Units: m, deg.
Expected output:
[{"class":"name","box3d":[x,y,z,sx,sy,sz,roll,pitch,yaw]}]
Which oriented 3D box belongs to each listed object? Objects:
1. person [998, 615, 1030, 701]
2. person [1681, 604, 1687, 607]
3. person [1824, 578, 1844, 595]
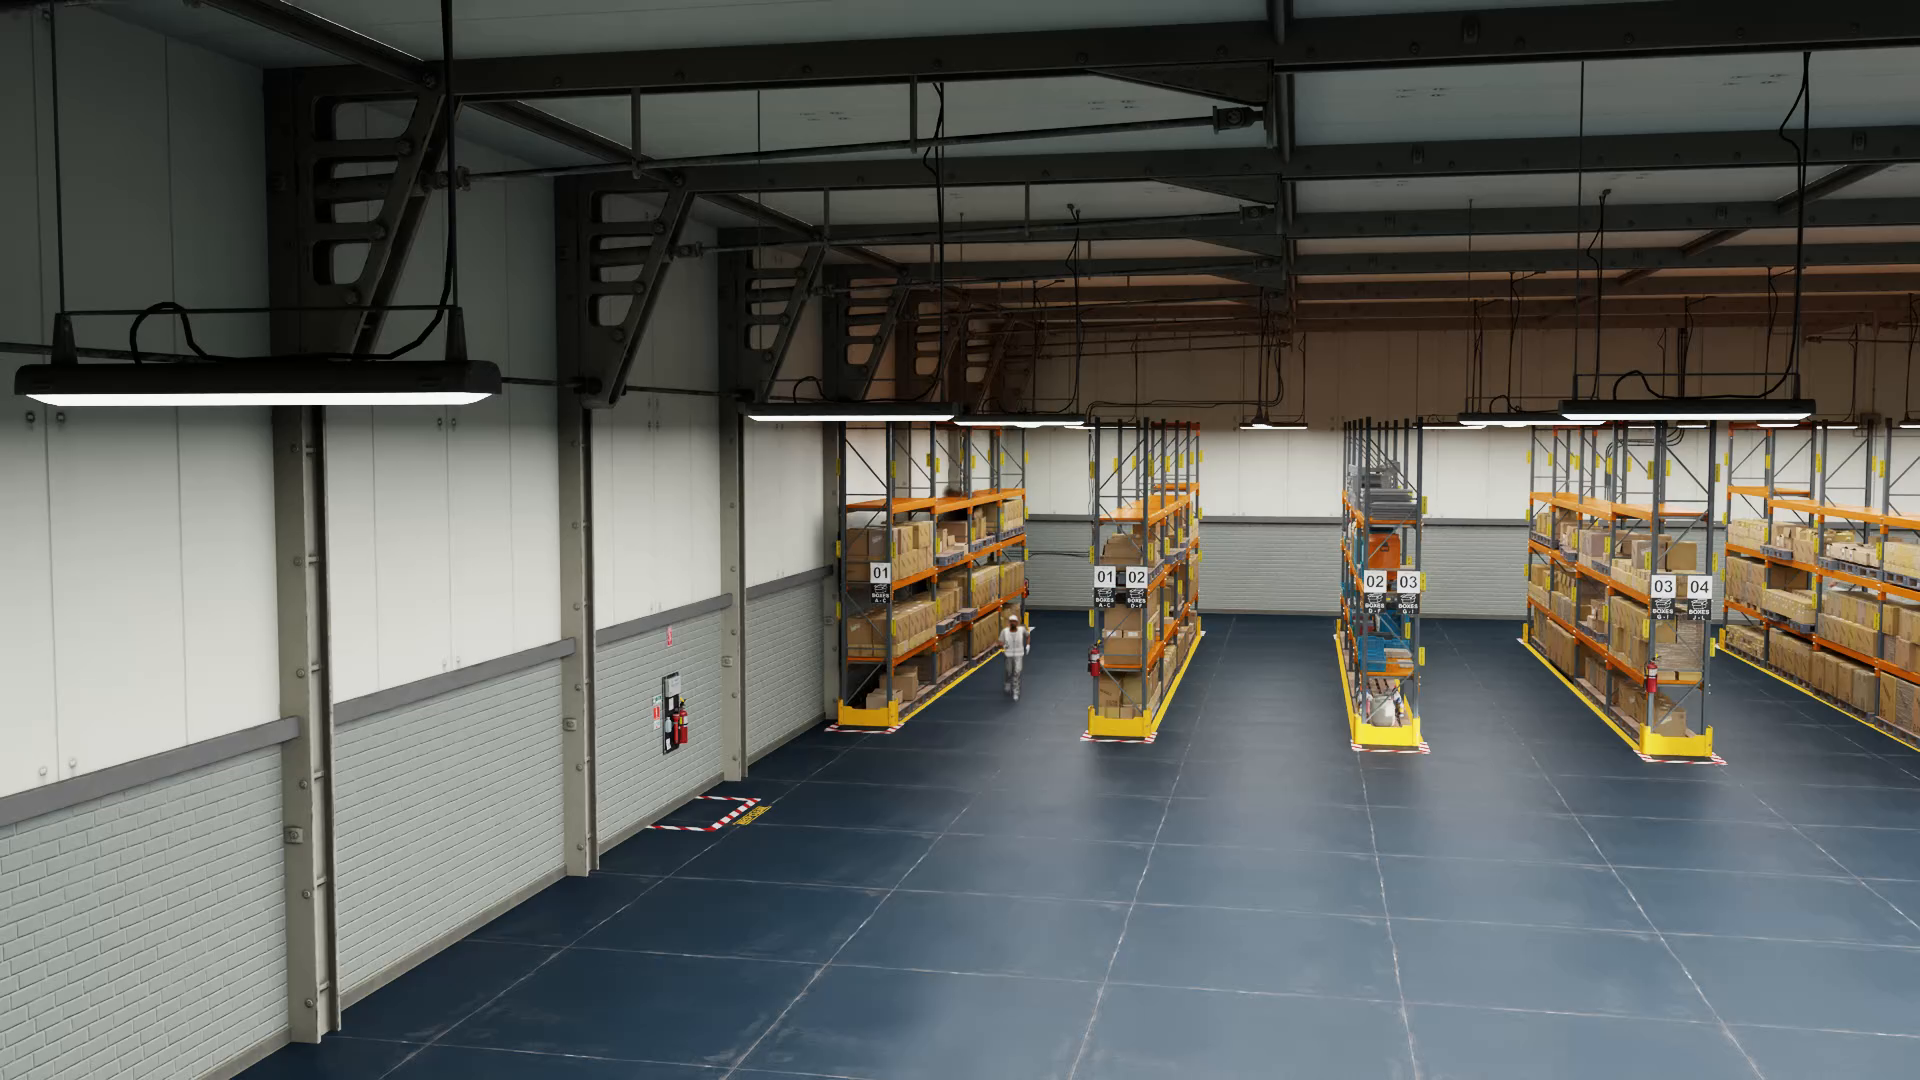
[{"class":"person","box3d":[1.164,2.505,35.816,0.693,1.790,0.995,0,4,3]},{"class":"person","box3d":[19.122,2.089,44.199,0.541,1.568,0.538,1,4,15]},{"class":"person","box3d":[23.476,1.931,44.840,0.777,1.826,0.685,0,4,5]}]
